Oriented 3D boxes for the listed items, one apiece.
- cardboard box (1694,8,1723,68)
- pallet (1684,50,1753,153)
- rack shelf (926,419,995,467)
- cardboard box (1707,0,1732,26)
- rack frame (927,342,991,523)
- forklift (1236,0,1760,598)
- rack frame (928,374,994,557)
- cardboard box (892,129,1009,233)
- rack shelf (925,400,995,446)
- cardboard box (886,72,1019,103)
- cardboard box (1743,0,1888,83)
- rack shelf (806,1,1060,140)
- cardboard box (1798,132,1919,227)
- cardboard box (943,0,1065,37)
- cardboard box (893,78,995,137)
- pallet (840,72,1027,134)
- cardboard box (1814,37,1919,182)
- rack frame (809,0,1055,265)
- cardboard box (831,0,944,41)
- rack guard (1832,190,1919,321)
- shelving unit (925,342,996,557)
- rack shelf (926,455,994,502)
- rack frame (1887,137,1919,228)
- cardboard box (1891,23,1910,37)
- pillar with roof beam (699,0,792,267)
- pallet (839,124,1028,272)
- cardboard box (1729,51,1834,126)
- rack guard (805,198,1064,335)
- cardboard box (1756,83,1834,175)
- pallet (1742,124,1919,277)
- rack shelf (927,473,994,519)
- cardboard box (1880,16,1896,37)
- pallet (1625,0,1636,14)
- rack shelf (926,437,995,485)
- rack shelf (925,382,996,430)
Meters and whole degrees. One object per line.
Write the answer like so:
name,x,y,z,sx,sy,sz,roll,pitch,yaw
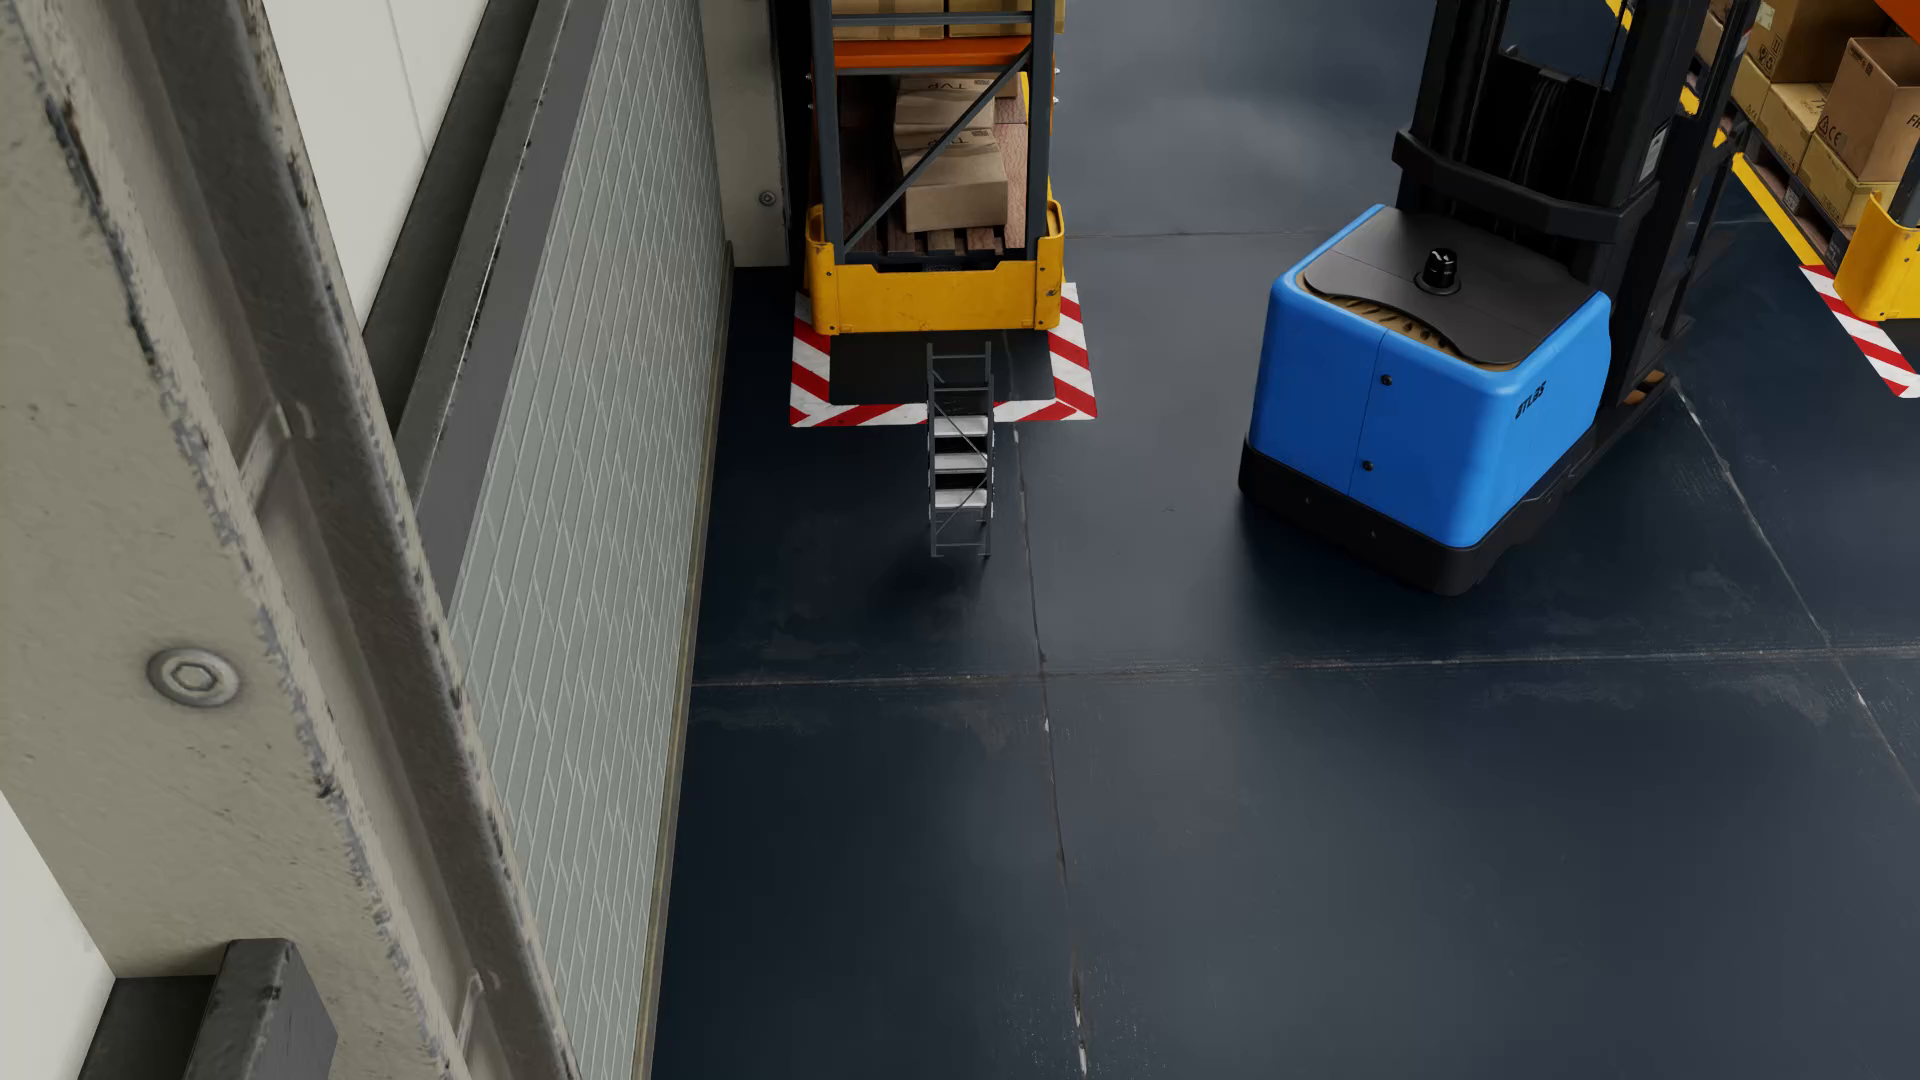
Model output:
cardboard box,4.442,-2.799,9.308,0.500,0.250,0.500,-2,43,-2
pallet,4.713,-2.601,9.431,1.003,0.211,1.213,-2,43,-2
rack shelf,0.000,-0.379,6.414,0.258,0.077,0.200,-2,43,-2
cardboard box,4.438,-3.075,9.054,0.500,0.500,0.500,-2,43,-2
rack frame,-0.005,-0.406,6.527,0.240,0.900,0.006,-2,43,-2
forklift,2.493,-1.774,6.516,1.130,2.935,3.031,31,51,29
rack frame,0.004,-0.269,6.377,0.240,0.900,0.006,-2,43,-2
cardboard box,-0.053,-1.788,8.145,0.500,0.311,0.500,-6,43,-7
rack shelf,0.000,-0.445,6.353,0.258,0.077,0.200,-2,43,-2
cardboard box,-0.058,-2.739,9.043,0.700,0.500,0.500,-4,43,-4
cardboard box,4.458,-2.738,8.686,0.500,0.500,0.500,-2,43,-2
rack shelf,-0.198,-3.232,8.589,1.077,0.370,4.000,-2,43,-2
cardboard box,4.518,-1.786,8.203,0.500,0.250,0.500,-2,43,-2
cardboard box,0.183,-2.438,7.286,0.500,0.250,0.500,-3,43,-3
cardboard box,-0.077,-2.173,8.565,0.500,0.311,0.500,2,43,2
pallet,-0.165,-2.542,9.366,1.003,0.211,1.213,-2,43,-2
cardboard box,4.516,-2.063,7.950,0.500,0.500,0.500,-2,43,-2
rack frame,-0.113,-2.147,6.872,1.000,3.000,0.127,-2,43,-2
cardboard box,-0.327,-2.409,7.255,0.500,0.250,0.500,-1,43,-1
rack guard,4.837,-1.354,7.857,1.175,0.500,0.348,-2,43,-2
shelving unit,0.000,-0.337,6.452,0.258,0.900,0.210,-2,43,-2
rack shelf,0.000,-0.246,6.535,0.258,0.077,0.200,-2,43,-2
rack frame,4.836,-2.292,7.030,1.000,3.000,0.127,-2,43,-2
cardboard box,5.012,-2.415,8.334,0.500,0.500,0.500,-2,43,-2
pillar with roof beam,3.294,-4.930,5.469,9.100,9.000,0.400,-2,43,-2
pallet,-0.116,-1.720,8.470,1.003,0.211,1.213,-2,43,-2
cardboard box,4.461,-2.461,8.939,0.500,0.250,0.500,-2,43,-2
rack guard,-0.117,-1.277,7.773,1.175,0.500,0.348,-2,43,-2
cardboard box,4.484,-2.124,8.571,0.500,0.250,0.500,-2,43,-2
pallet,4.761,-1.779,8.534,1.003,0.211,1.213,-2,43,-2
rack shelf,0.000,-0.180,6.596,0.258,0.077,0.200,-2,43,-2
cardboard box,4.978,-2.752,8.702,0.500,0.500,0.500,-2,43,-2
pallet,4.658,-3.426,10.332,1.003,0.211,1.213,-2,43,-2
rack shelf,0.000,-0.313,6.474,0.258,0.077,0.200,-2,43,-2
rack shelf,0.000,-0.512,6.292,0.258,0.077,0.200,-2,43,-2
